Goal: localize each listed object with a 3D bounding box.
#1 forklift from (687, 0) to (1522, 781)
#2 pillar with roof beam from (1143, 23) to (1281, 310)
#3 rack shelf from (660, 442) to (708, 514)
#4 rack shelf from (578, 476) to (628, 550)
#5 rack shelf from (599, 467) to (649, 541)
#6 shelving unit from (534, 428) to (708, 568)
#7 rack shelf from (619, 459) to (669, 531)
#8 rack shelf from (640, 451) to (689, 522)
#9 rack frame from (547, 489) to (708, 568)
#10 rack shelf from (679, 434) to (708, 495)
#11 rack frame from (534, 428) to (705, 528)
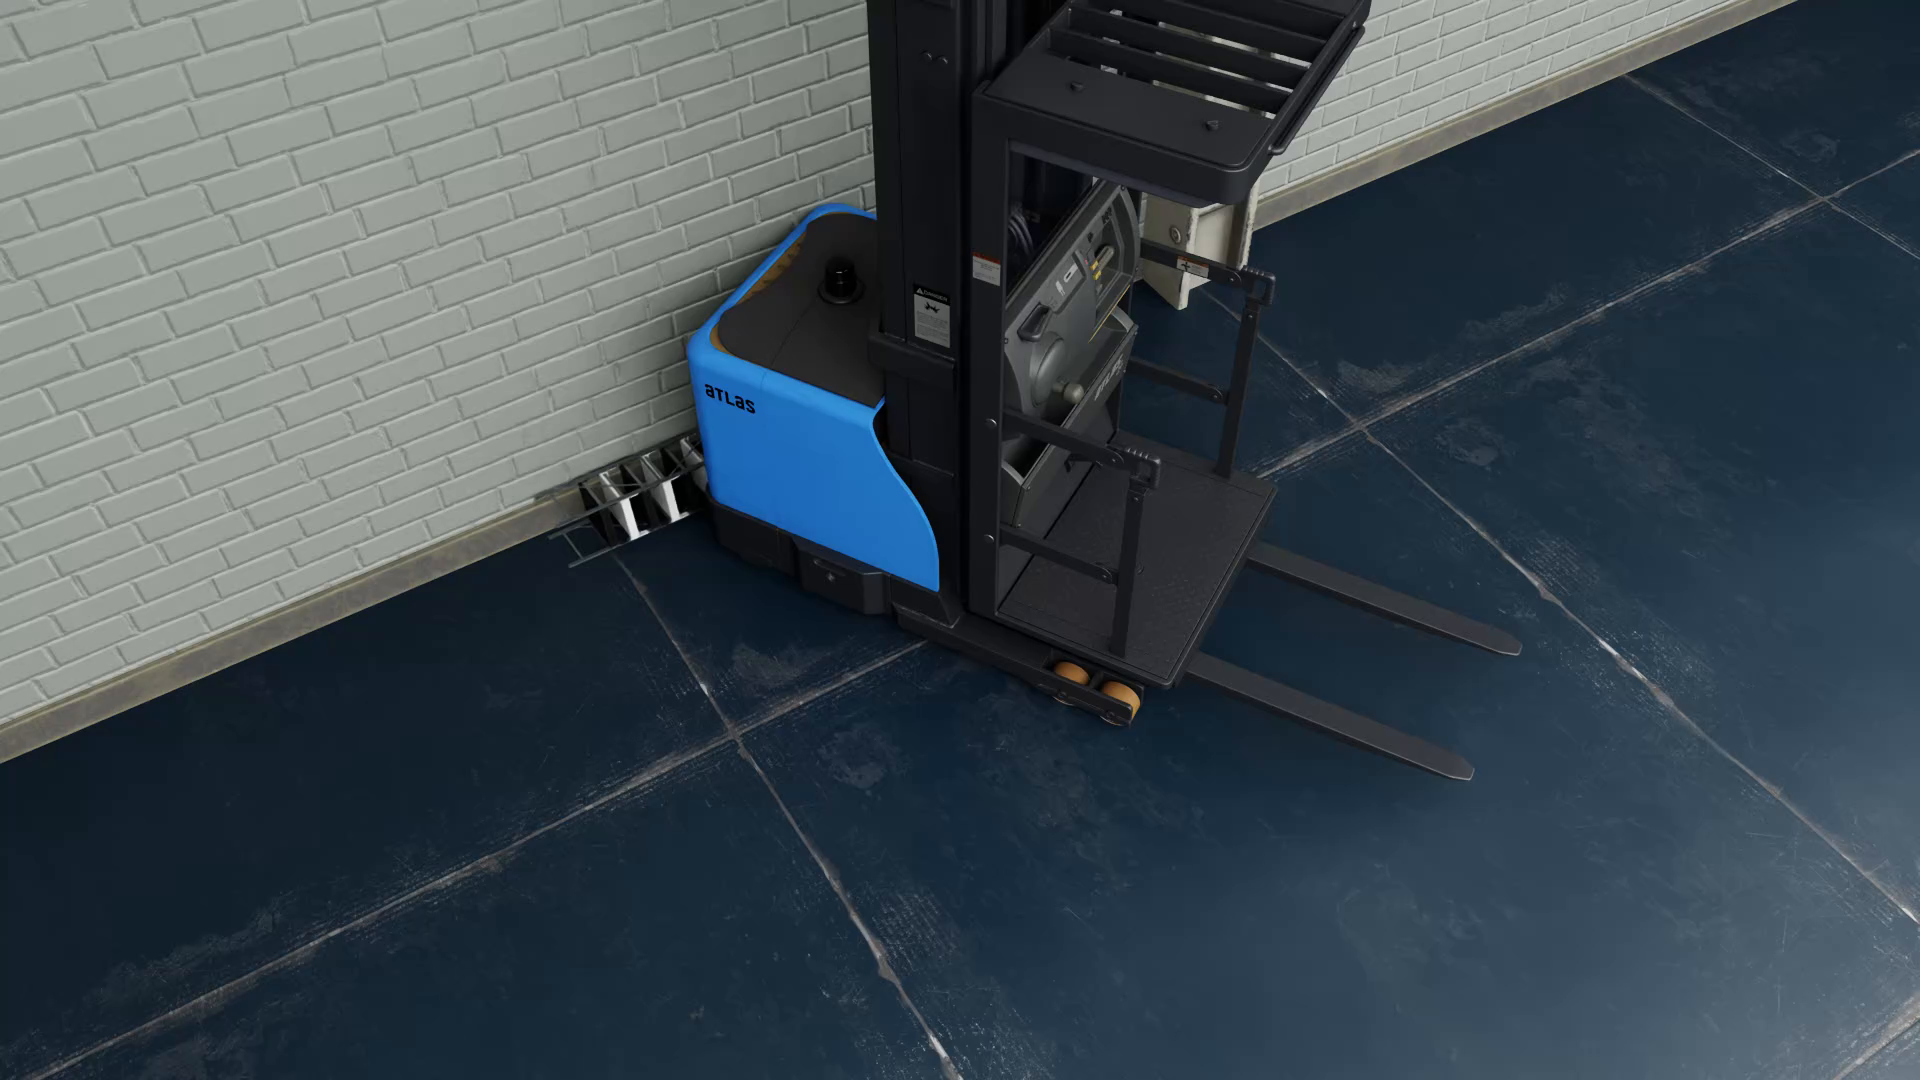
[{"bbox_3d":[0.557,-0.755,5.405,3.031,2.935,1.130,22,52,18],"label":"forklift"},{"bbox_3d":[3.383,-1.504,2.009,0.400,9.000,9.100,-25,53,-21],"label":"pillar with roof beam"},{"bbox_3d":[-1.125,-0.260,6.758,0.077,0.200,0.258,-26,43,-21],"label":"rack shelf"},{"bbox_3d":[-1.429,-0.115,6.629,0.077,0.200,0.258,-26,43,-21],"label":"rack shelf"},{"bbox_3d":[-1.353,-0.151,6.661,0.077,0.200,0.258,-26,43,-21],"label":"rack shelf"},{"bbox_3d":[-1.229,-0.210,6.714,0.900,0.210,0.258,-26,43,-21],"label":"shelving unit"},{"bbox_3d":[-1.277,-0.188,6.693,0.077,0.200,0.258,-26,43,-21],"label":"rack shelf"},{"bbox_3d":[-1.201,-0.224,6.726,0.077,0.200,0.258,-26,43,-21],"label":"rack shelf"},{"bbox_3d":[-1.220,-0.133,6.779,0.900,0.006,0.240,-26,43,-21],"label":"rack frame"},{"bbox_3d":[-1.049,-0.296,6.790,0.077,0.200,0.258,-26,43,-21],"label":"rack shelf"},{"bbox_3d":[-1.238,-0.288,6.649,0.900,0.006,0.240,-26,43,-21],"label":"rack frame"}]
